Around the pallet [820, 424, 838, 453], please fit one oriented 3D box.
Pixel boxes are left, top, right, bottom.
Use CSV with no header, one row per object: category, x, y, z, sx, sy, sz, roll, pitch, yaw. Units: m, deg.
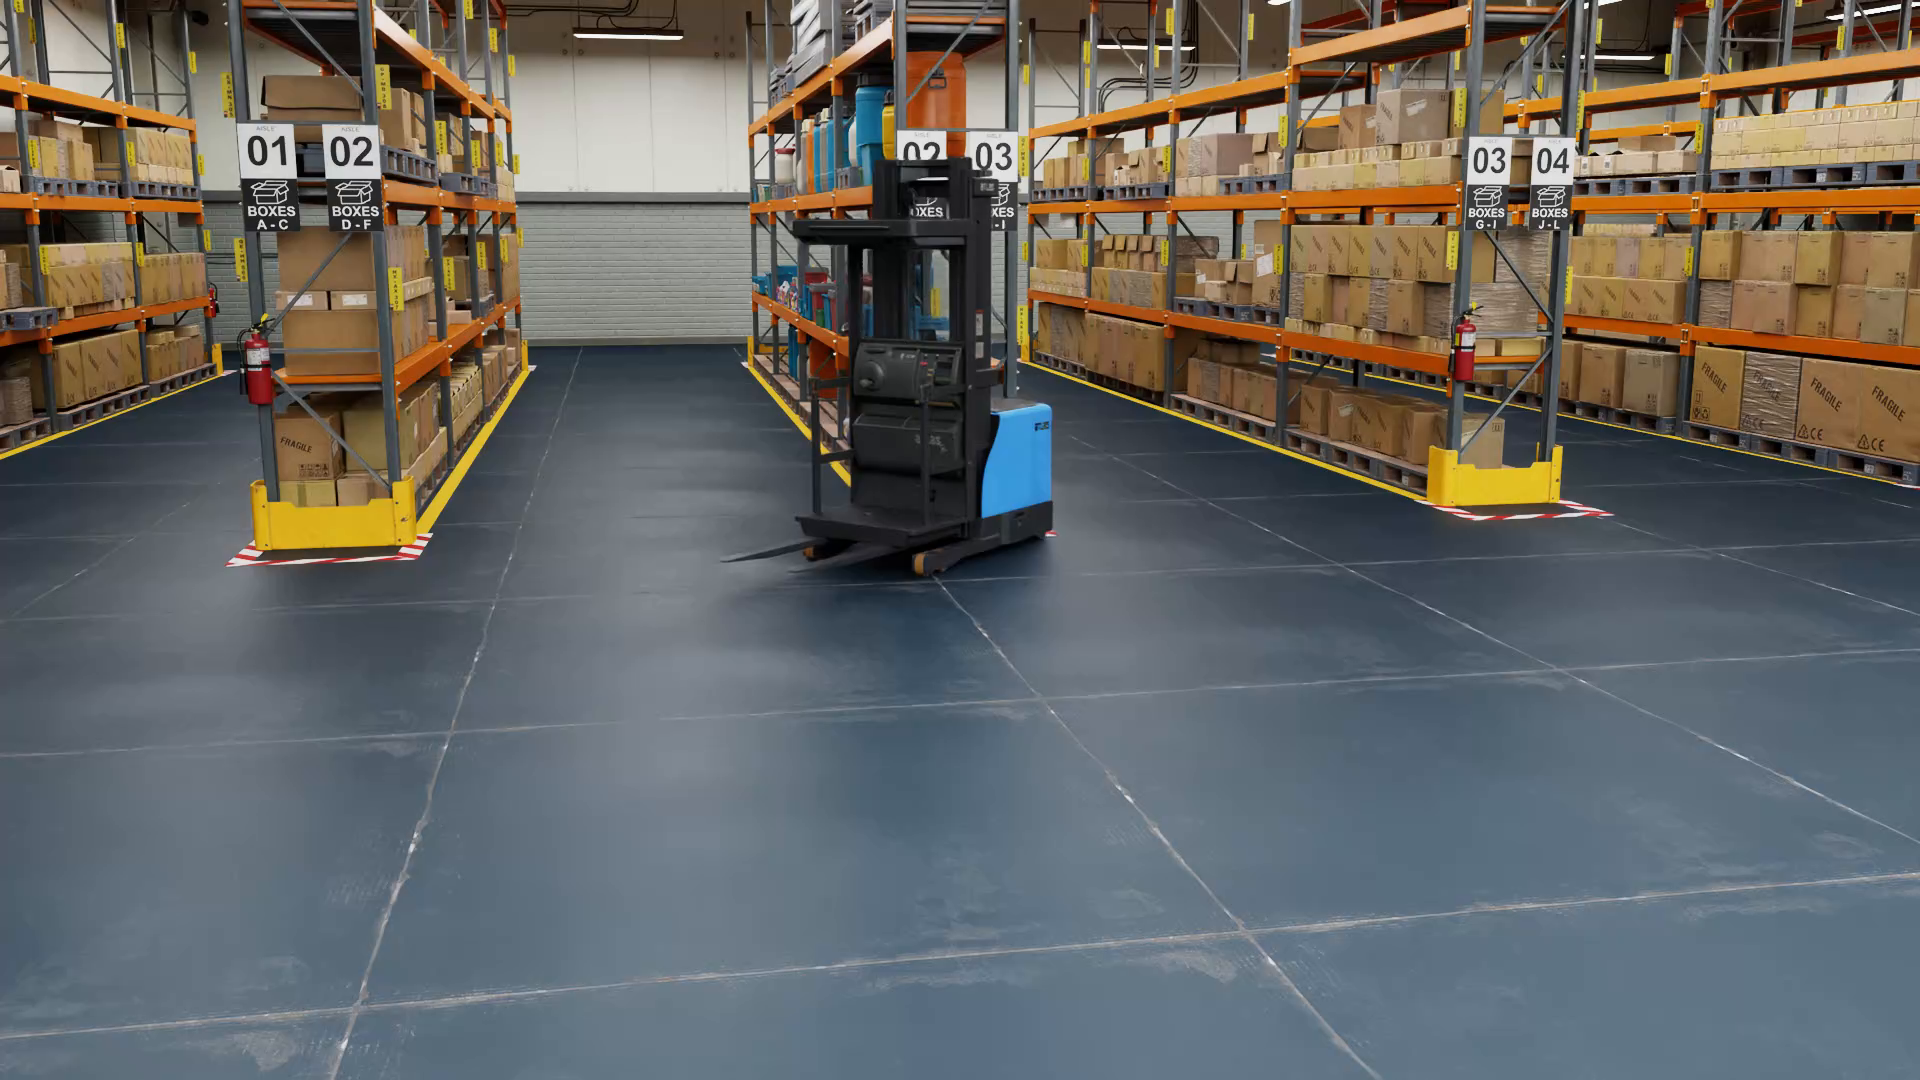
pallet,-0.997,-1.135,18.596,1.003,0.211,1.213,-2,11,-11

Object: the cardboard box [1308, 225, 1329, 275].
cardboard box,3.989,-3.046,17.438,0.500,0.500,0.500,-2,11,-11

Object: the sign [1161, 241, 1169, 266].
sign,2.730,-3.824,22.169,0.100,0.325,0.005,-2,11,-11

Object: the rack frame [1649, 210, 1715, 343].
rack frame,12.217,-4.370,28.135,1.000,3.000,0.127,-2,11,-11

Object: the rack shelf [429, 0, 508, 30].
rack shelf,-7.611,-8.243,25.475,1.077,0.370,4.000,-2,11,-11

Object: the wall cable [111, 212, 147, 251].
wall cable,-14.035,-4.903,28.215,0.084,1.984,1.851,-2,11,-11

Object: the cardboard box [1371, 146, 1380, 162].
cardboard box,4.216,-3.735,16.110,0.380,0.149,0.250,-3,11,-14

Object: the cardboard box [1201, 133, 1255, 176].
cardboard box,3.313,-4.764,20.576,0.500,0.500,0.500,-2,11,-13

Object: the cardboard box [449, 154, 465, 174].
cardboard box,-6.561,-4.518,20.622,0.910,0.500,0.500,-2,11,-11

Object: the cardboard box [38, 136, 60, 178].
cardboard box,-11.702,-4.759,20.709,0.700,0.500,0.500,-2,11,-8

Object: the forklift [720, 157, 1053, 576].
forklift,-0.506,-1.281,12.091,1.130,2.935,3.031,7,13,34

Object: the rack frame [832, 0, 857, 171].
rack frame,-0.806,-5.310,17.025,1.000,3.000,0.127,-2,11,-11

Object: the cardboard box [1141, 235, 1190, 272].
cardboard box,3.024,-4.072,23.620,0.797,0.503,0.637,-2,11,-10

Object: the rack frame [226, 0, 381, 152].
rack frame,-4.888,-4.396,12.228,1.000,3.000,0.127,-2,11,-11

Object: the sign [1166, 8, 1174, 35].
sign,2.731,-6.739,21.614,0.100,0.325,0.005,-2,11,-11

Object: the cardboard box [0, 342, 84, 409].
cardboard box,-11.316,-2.026,20.443,0.750,0.750,0.750,-2,11,-12

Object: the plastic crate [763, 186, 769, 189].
plastic crate,-2.852,-5.376,25.846,0.416,0.233,0.300,-2,11,-11

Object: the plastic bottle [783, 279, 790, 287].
plastic bottle,-2.604,-3.722,24.860,0.144,0.351,0.185,-2,11,-11

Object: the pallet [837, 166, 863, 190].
pallet,-0.570,-3.614,16.647,1.213,0.211,1.003,-2,11,-11

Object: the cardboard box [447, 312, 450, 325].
cardboard box,-6.140,-2.561,19.303,0.380,0.149,0.250,-1,11,-7

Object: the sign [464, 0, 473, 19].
sign,-5.900,-6.421,19.944,0.100,0.325,0.005,-2,11,-11

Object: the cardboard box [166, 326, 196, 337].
cardboard box,-12.370,-3.312,26.400,0.380,0.149,0.250,-2,11,-9

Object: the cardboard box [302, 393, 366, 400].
cardboard box,-5.589,-1.035,14.839,0.500,0.500,0.500,-2,11,-11

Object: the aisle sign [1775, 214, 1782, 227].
aisle sign,16.006,-6.564,32.708,0.394,0.787,0.004,-2,11,-11

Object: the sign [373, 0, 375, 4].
sign,-6.974,-6.340,19.729,0.100,0.325,0.005,-2,11,-11

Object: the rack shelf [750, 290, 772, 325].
rack shelf,-2.751,-3.843,27.289,1.077,0.370,4.000,-2,11,-11

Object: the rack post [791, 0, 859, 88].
rack post,-1.273,-5.766,18.888,1.013,1.000,3.121,-2,11,-11

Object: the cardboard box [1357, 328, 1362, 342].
cardboard box,4.197,-2.050,16.616,0.380,0.149,0.250,-2,11,-11

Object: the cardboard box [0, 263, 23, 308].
cardboard box,-11.201,-2.915,19.046,0.700,0.500,0.500,-3,11,-18

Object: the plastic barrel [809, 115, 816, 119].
plastic barrel,-1.692,-5.091,21.628,0.600,0.830,0.708,-2,11,-11

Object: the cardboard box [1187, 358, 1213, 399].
cardboard box,3.424,-2.142,21.938,0.700,0.500,0.500,-3,11,-14

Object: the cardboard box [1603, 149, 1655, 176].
cardboard box,8.380,-4.703,20.709,0.500,0.311,0.500,-3,11,-13

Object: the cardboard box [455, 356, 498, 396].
cardboard box,-6.452,-2.187,22.171,0.500,0.500,0.500,-2,11,-12

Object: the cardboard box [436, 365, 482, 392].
cardboard box,-6.100,-1.961,20.206,0.500,0.311,0.500,-2,11,-10

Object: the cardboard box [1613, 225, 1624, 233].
cardboard box,11.710,-5.463,29.199,0.380,0.149,0.250,-2,11,-11

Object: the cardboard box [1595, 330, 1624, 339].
cardboard box,12.026,-3.601,29.823,0.875,0.438,0.875,-2,11,-13

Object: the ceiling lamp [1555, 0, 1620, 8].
ceiling lamp,10.237,-9.952,25.807,0.800,3.185,2.000,-2,11,-11

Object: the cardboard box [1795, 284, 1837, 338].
cardboard box,9.341,-2.414,17.455,0.875,0.550,0.500,-2,11,-11

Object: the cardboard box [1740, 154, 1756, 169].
cardboard box,8.774,-4.138,18.172,0.380,0.149,0.250,-2,11,-11

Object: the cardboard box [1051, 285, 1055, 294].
cardboard box,1.764,-4.261,28.232,0.380,0.149,0.250,-2,11,-12

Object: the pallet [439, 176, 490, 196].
pallet,-6.224,-4.176,19.598,1.213,0.211,1.003,-2,11,-8

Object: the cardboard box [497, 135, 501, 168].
cardboard box,-7.415,-5.940,25.420,0.700,0.500,0.500,-2,11,-11

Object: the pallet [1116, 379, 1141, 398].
pallet,2.961,-2.277,24.595,1.003,0.211,1.213,-2,11,-11

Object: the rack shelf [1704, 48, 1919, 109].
rack shelf,9.326,-4.735,16.999,1.077,0.370,4.000,-2,11,-11

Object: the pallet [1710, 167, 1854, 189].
pallet,9.086,-3.984,18.320,1.003,0.211,1.213,-2,11,-11

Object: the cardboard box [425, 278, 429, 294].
cardboard box,-5.356,-2.463,16.114,0.380,0.149,0.250,-2,11,-12

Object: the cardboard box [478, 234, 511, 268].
cardboard box,-7.238,-4.476,25.750,0.500,0.500,0.500,-2,11,-13

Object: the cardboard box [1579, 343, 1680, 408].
cardboard box,8.544,-2.093,21.065,1.050,0.750,0.750,-2,11,-11

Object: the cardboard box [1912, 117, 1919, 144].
cardboard box,9.346,-3.852,15.604,0.500,0.250,0.500,-2,11,-10

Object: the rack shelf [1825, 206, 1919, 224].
rack shelf,13.384,-4.390,22.140,1.077,0.370,4.000,-2,11,-11

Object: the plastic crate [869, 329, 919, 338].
plastic crate,-0.540,-1.756,14.798,0.499,0.251,0.408,-2,11,-11

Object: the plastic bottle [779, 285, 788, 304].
plastic bottle,-2.575,-3.603,24.435,0.152,0.276,0.135,-2,11,-11

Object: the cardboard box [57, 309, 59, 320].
cardboard box,-11.179,-2.738,20.175,0.380,0.149,0.250,-2,11,-10

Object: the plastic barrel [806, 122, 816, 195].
plastic barrel,-1.510,-4.502,19.657,0.600,0.830,0.708,-2,11,-11

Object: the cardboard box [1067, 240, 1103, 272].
cardboard box,2.051,-4.617,27.033,0.500,0.500,0.500,-2,11,-10

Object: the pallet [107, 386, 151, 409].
pallet,-11.856,-1.961,22.934,1.003,0.211,1.213,-2,11,-11
